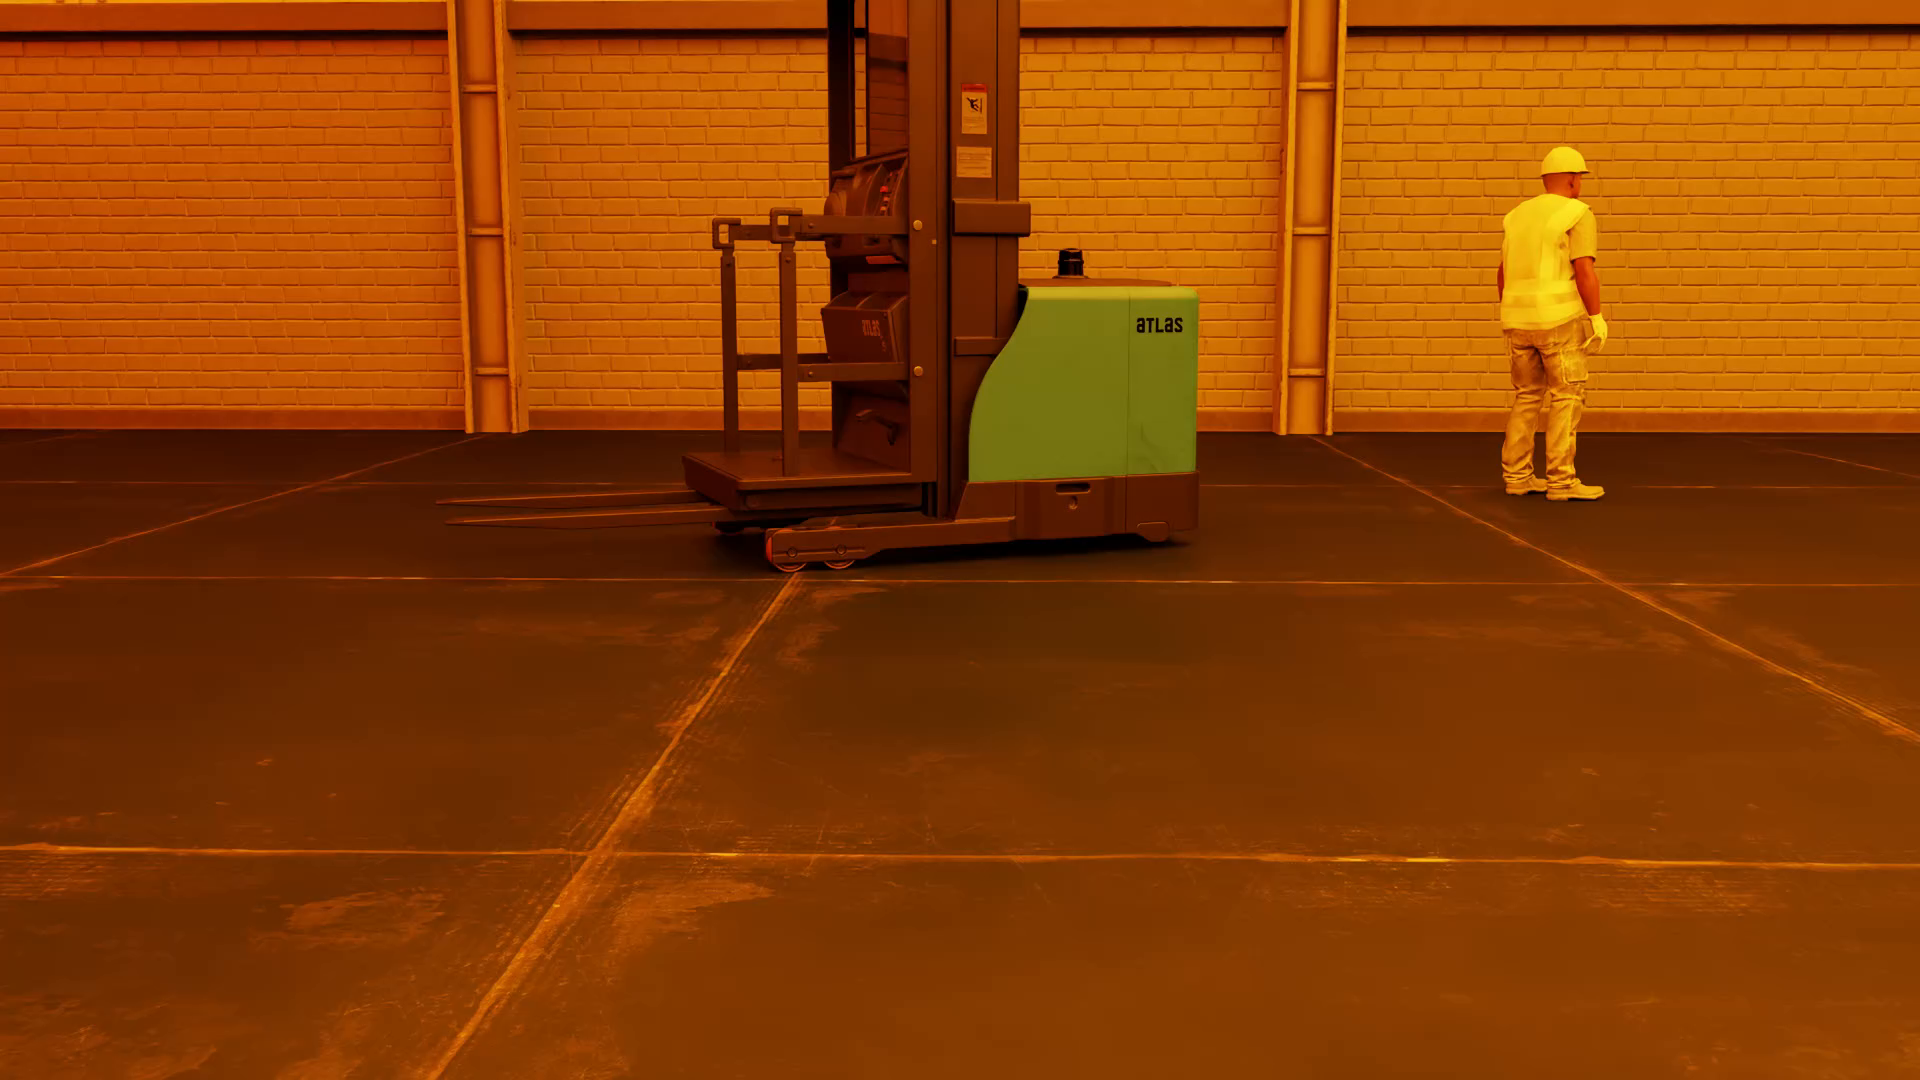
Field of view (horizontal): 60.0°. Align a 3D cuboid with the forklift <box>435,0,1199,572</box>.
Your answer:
[{"bbox_3d":[-0.569,-1.416,6.694,3.031,2.935,1.130,-3,9,-20],"label":"forklift"}]

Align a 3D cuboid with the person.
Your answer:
[{"bbox_3d":[3.017,-1.108,8.513,0.445,1.776,0.632,-4,10,-27],"label":"person"}]
